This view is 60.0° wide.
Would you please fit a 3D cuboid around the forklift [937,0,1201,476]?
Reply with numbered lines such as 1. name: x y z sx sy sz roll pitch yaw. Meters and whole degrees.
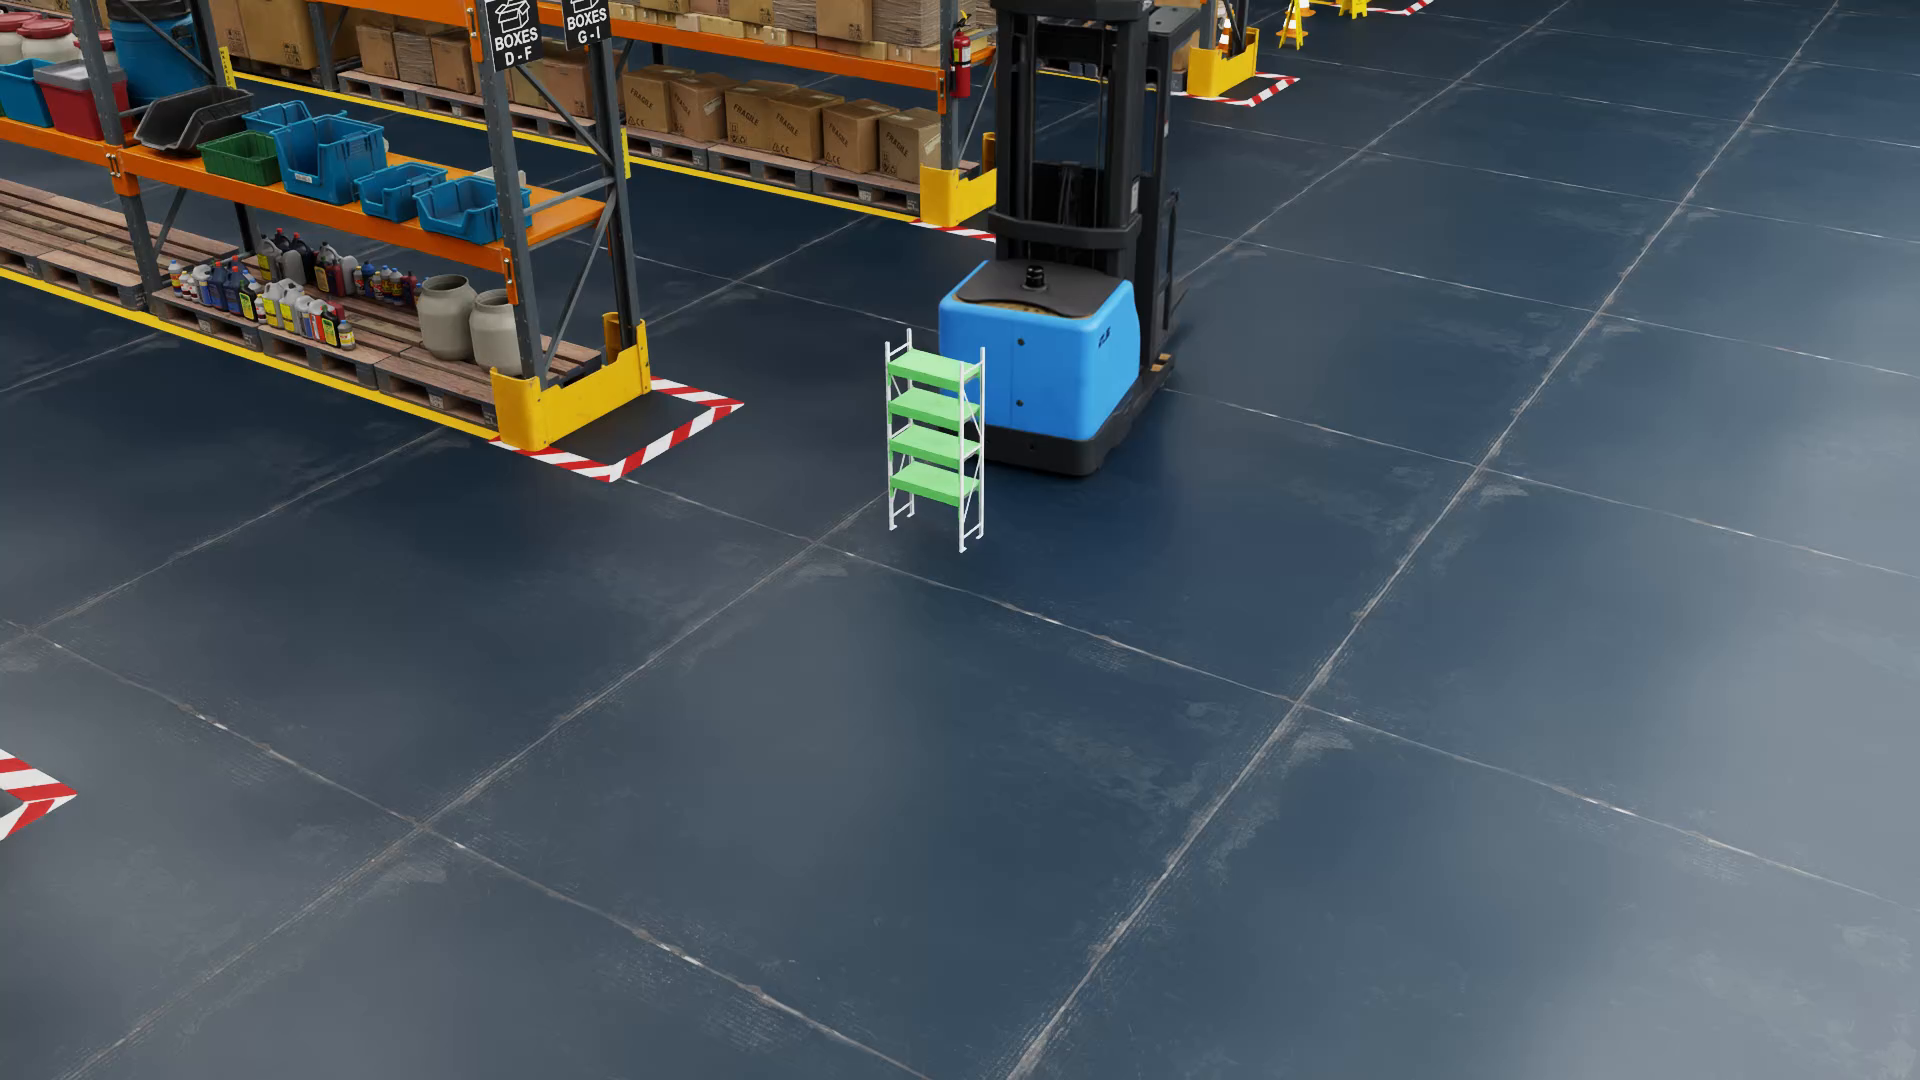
1. forklift: 0.874 -2.391 10.939 1.130 2.935 3.031 11 32 19

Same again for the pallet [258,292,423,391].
1. pallet: -4.287 -1.490 12.095 1.213 0.211 1.003 18 35 27

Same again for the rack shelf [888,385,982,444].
1. rack shelf: -0.140 -0.715 9.435 0.480 0.148 0.258 18 35 27

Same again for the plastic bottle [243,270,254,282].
1. plastic bottle: -5.221 -1.850 12.215 0.097 0.271 0.097 0 30 0

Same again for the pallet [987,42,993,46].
1. pallet: 0.087 -5.981 19.793 1.213 0.211 1.003 18 35 27

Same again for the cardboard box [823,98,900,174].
1. cardboard box: -0.895 -3.683 15.150 0.500 0.500 0.500 -25 38 -36

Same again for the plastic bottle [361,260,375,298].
1. plastic bottle: -4.400 -1.951 12.388 0.097 0.271 0.097 0 30 0

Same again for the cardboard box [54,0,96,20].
1. cardboard box: -10.531 -6.951 20.379 0.875 0.875 0.875 18 35 27

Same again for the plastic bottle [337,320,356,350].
1. plastic bottle: -4.272 -1.434 11.571 0.097 0.201 0.097 0 30 0

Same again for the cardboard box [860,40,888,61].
1. cardboard box: -0.652 -4.253 14.313 0.250 0.149 0.380 18 35 27

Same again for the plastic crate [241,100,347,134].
1. plastic crate: -4.790 -2.974 12.019 0.616 0.251 0.499 18 35 27

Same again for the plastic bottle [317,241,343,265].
1. plastic bottle: -4.737 -2.077 12.526 0.185 0.351 0.144 17 34 27

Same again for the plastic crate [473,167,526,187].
1. plastic crate: -3.070 -2.411 11.167 0.250 0.136 0.298 18 35 27

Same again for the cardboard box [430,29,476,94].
1. cardboard box: -5.088 -5.052 17.476 0.500 0.500 0.700 21 36 31

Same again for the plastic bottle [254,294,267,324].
1. plastic bottle: -5.021 -1.671 11.977 0.097 0.201 0.097 0 30 0

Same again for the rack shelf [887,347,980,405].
1. rack shelf: -0.140 -0.922 9.314 0.480 0.148 0.258 18 35 27

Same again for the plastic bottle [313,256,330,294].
1. plastic bottle: -4.769 -1.998 12.456 0.133 0.283 0.061 18 35 27

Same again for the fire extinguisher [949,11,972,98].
1. fire extinguisher: 0.002 -4.001 13.707 0.183 0.674 0.296 18 35 27

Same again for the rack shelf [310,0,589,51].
1. rack shelf: -4.932 -5.558 17.014 4.000 0.370 1.077 18 35 27

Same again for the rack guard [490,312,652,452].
1. rack guard: -2.573 -1.068 11.084 0.348 0.500 1.175 18 35 27

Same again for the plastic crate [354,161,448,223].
1. plastic crate: -3.614 -2.266 10.805 0.408 0.251 0.499 18 35 27

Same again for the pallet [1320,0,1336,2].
1. pallet: 4.684 -7.539 22.464 1.213 0.211 1.003 18 35 27

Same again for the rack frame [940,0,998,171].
1. rack frame: 0.150 -4.261 14.078 0.127 3.000 1.000 18 35 27

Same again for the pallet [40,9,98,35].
1. pallet: -10.617 -6.509 20.697 1.213 0.211 1.003 18 35 27

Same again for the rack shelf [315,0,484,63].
1. rack shelf: -4.177 -3.668 10.798 4.000 0.370 1.077 18 35 27

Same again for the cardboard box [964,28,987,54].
1. cardboard box: 0.035 -4.331 14.446 0.250 0.149 0.380 18 35 27

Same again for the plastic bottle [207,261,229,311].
1. plastic bottle: -5.408 -1.871 12.173 0.185 0.351 0.144 19 35 29

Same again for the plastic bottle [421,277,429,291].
1. plastic bottle: -3.853 -1.778 12.091 0.097 0.271 0.097 0 30 0

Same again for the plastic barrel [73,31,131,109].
1. plastic barrel: -6.565 -3.628 12.856 0.433 0.535 0.433 0 30 0

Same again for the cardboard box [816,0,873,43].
1. cardboard box: -0.789 -4.675 14.392 0.500 0.500 0.875 18 35 27

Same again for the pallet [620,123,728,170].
1. pallet: -2.651 -3.964 16.334 1.213 0.211 1.003 18 35 27

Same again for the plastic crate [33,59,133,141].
1. plastic crate: -6.444 -3.246 12.273 0.583 0.464 0.402 18 35 27

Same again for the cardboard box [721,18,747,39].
1. cardboard box: -1.939 -4.642 14.980 0.250 0.149 0.380 18 35 27

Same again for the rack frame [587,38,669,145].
1. rack frame: -3.238 -5.333 15.914 0.127 3.000 1.000 18 35 27

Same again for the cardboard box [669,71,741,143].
1. cardboard box: -2.432 -4.160 15.968 0.500 0.500 0.500 -23 37 -33

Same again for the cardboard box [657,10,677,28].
1. cardboard box: -2.568 -4.848 15.332 0.250 0.149 0.380 18 35 27

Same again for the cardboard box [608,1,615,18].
1. cardboard box: -3.216 -5.038 15.659 0.250 0.149 0.380 18 35 27

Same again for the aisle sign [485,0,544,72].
1. aisle sign: -2.580 -3.124 9.549 0.004 0.787 0.394 18 35 27

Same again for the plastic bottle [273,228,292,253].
1. plastic bottle: -5.173 -2.215 12.763 0.185 0.351 0.144 17 34 26

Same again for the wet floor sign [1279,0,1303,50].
1. wet floor sign: 3.949 -6.172 19.688 0.232 0.644 0.267 12 32 19

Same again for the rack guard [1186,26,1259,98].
1. rack guard: 2.892 -5.265 18.279 0.348 0.500 1.175 18 35 27

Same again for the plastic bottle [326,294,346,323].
1. plastic bottle: -4.415 -1.594 11.764 0.133 0.283 0.061 18 35 27

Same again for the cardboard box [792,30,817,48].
1. cardboard box: -1.269 -4.469 14.683 0.250 0.149 0.380 18 35 27

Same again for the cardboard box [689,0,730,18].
1. cardboard box: -2.008 -5.118 15.151 0.500 0.500 0.875 18 35 27

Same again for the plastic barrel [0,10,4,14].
1. plastic barrel: -7.918 -4.042 13.590 0.421 0.512 0.421 0 30 0

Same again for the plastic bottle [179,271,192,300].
1. plastic bottle: -5.749 -1.901 12.371 0.097 0.201 0.097 0 30 0

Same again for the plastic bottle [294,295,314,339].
1. plastic bottle: -4.589 -1.582 11.752 0.135 0.276 0.152 17 34 26

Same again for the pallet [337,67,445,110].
1. pallet: -5.965 -4.990 18.094 1.213 0.211 1.003 18 35 27

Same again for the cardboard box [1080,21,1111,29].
1. cardboard box: 1.516 -6.003 18.755 0.875 0.875 0.875 17 34 27

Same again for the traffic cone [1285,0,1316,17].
1. traffic cone: 4.368 -6.960 21.221 0.334 0.463 0.336 18 35 27

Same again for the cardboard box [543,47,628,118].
1. cardboard box: -3.747 -4.617 16.731 0.500 0.500 0.700 15 33 24

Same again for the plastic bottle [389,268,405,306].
1. plastic bottle: -4.144 -1.869 12.249 0.097 0.271 0.097 0 30 0

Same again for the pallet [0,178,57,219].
1. pallet: -8.624 -2.862 14.446 1.213 0.211 1.003 18 35 27

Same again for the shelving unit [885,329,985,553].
1. shelving unit: -0.140 -0.563 9.524 0.503 1.200 0.258 18 35 27

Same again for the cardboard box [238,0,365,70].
1. cardboard box: -7.200 -5.862 18.513 0.875 0.875 1.225 16 34 25
